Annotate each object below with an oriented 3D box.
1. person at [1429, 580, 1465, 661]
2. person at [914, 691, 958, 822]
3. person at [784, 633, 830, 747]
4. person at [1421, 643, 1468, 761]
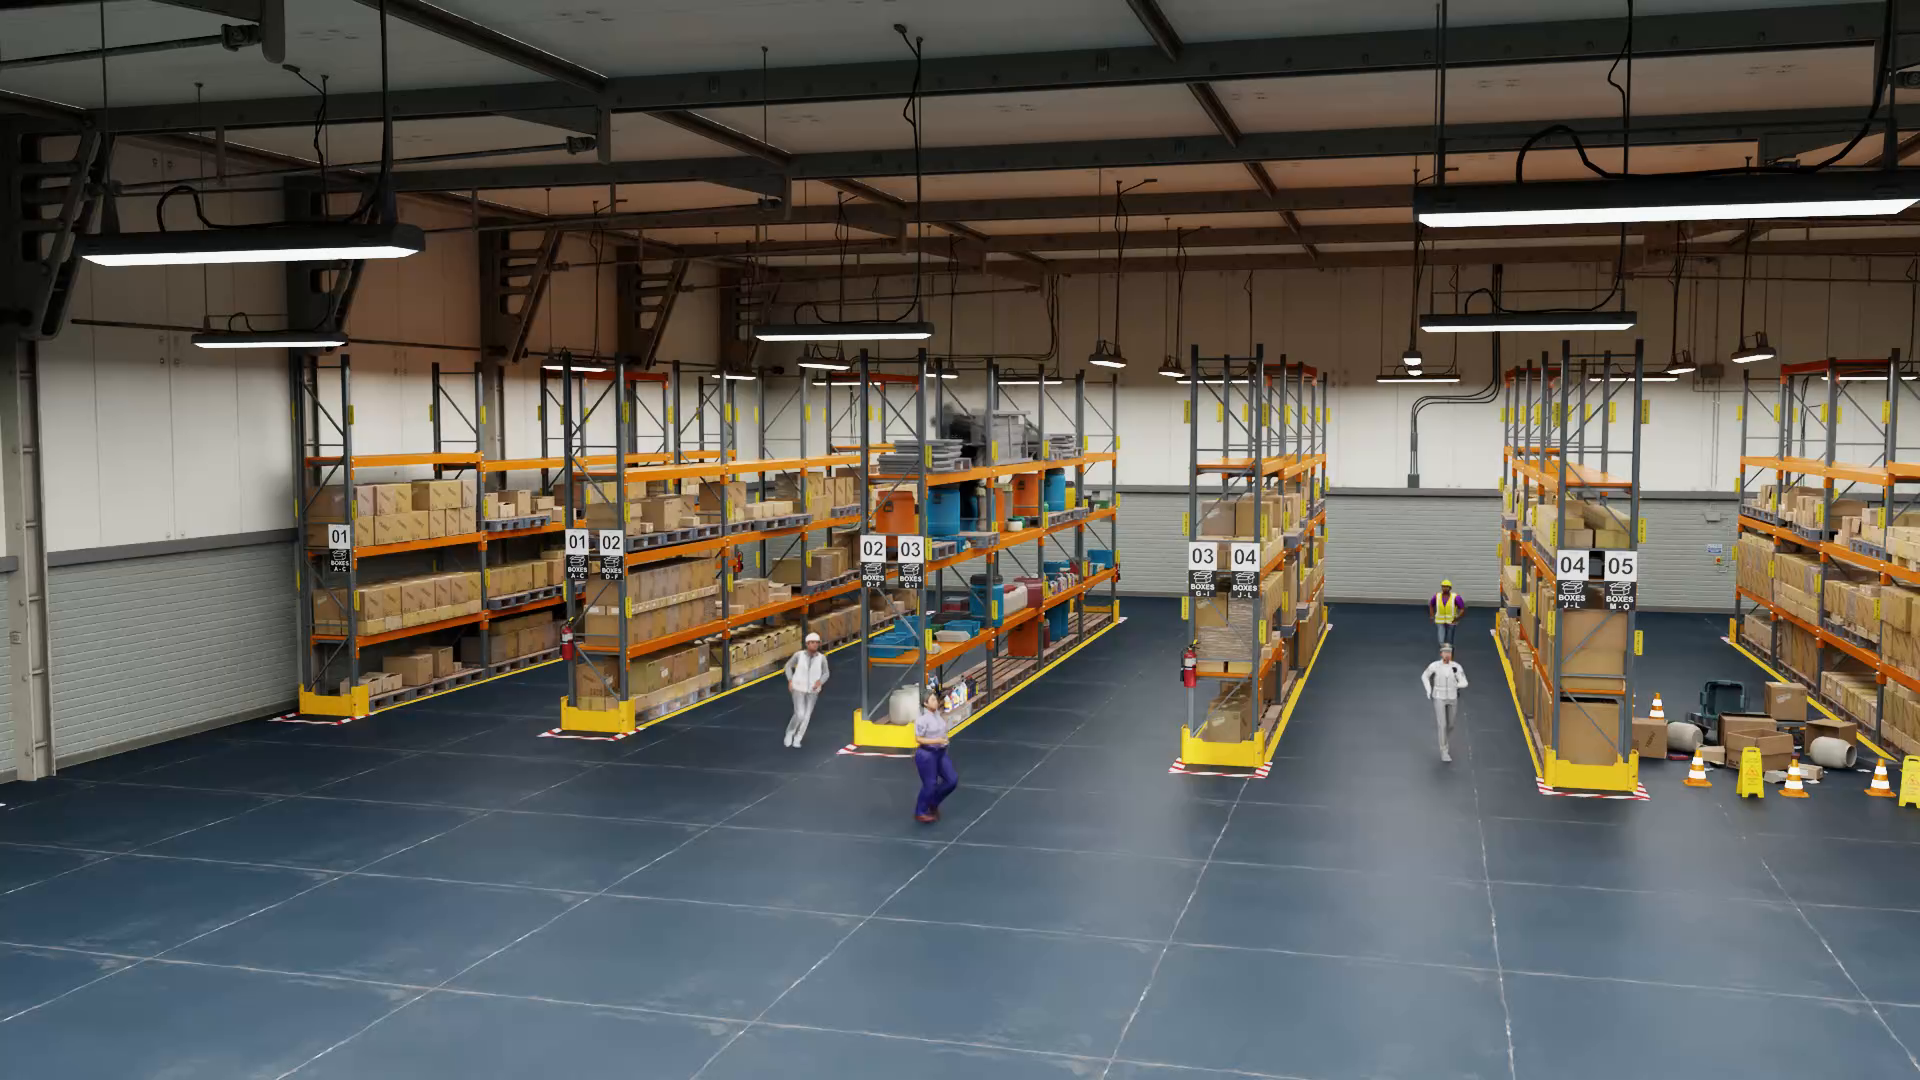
[{"bbox_3d":[9.661,1.662,33.022,0.711,1.765,0.872,2,5,22],"label":"person"},{"bbox_3d":[-0.296,2.667,20.359,0.590,1.627,0.589,3,5,36],"label":"person"},{"bbox_3d":[-2.303,2.258,25.021,0.697,1.719,0.569,-1,4,-16],"label":"person"},{"bbox_3d":[7.081,2.324,24.265,0.618,1.672,0.910,0,4,4],"label":"person"}]
